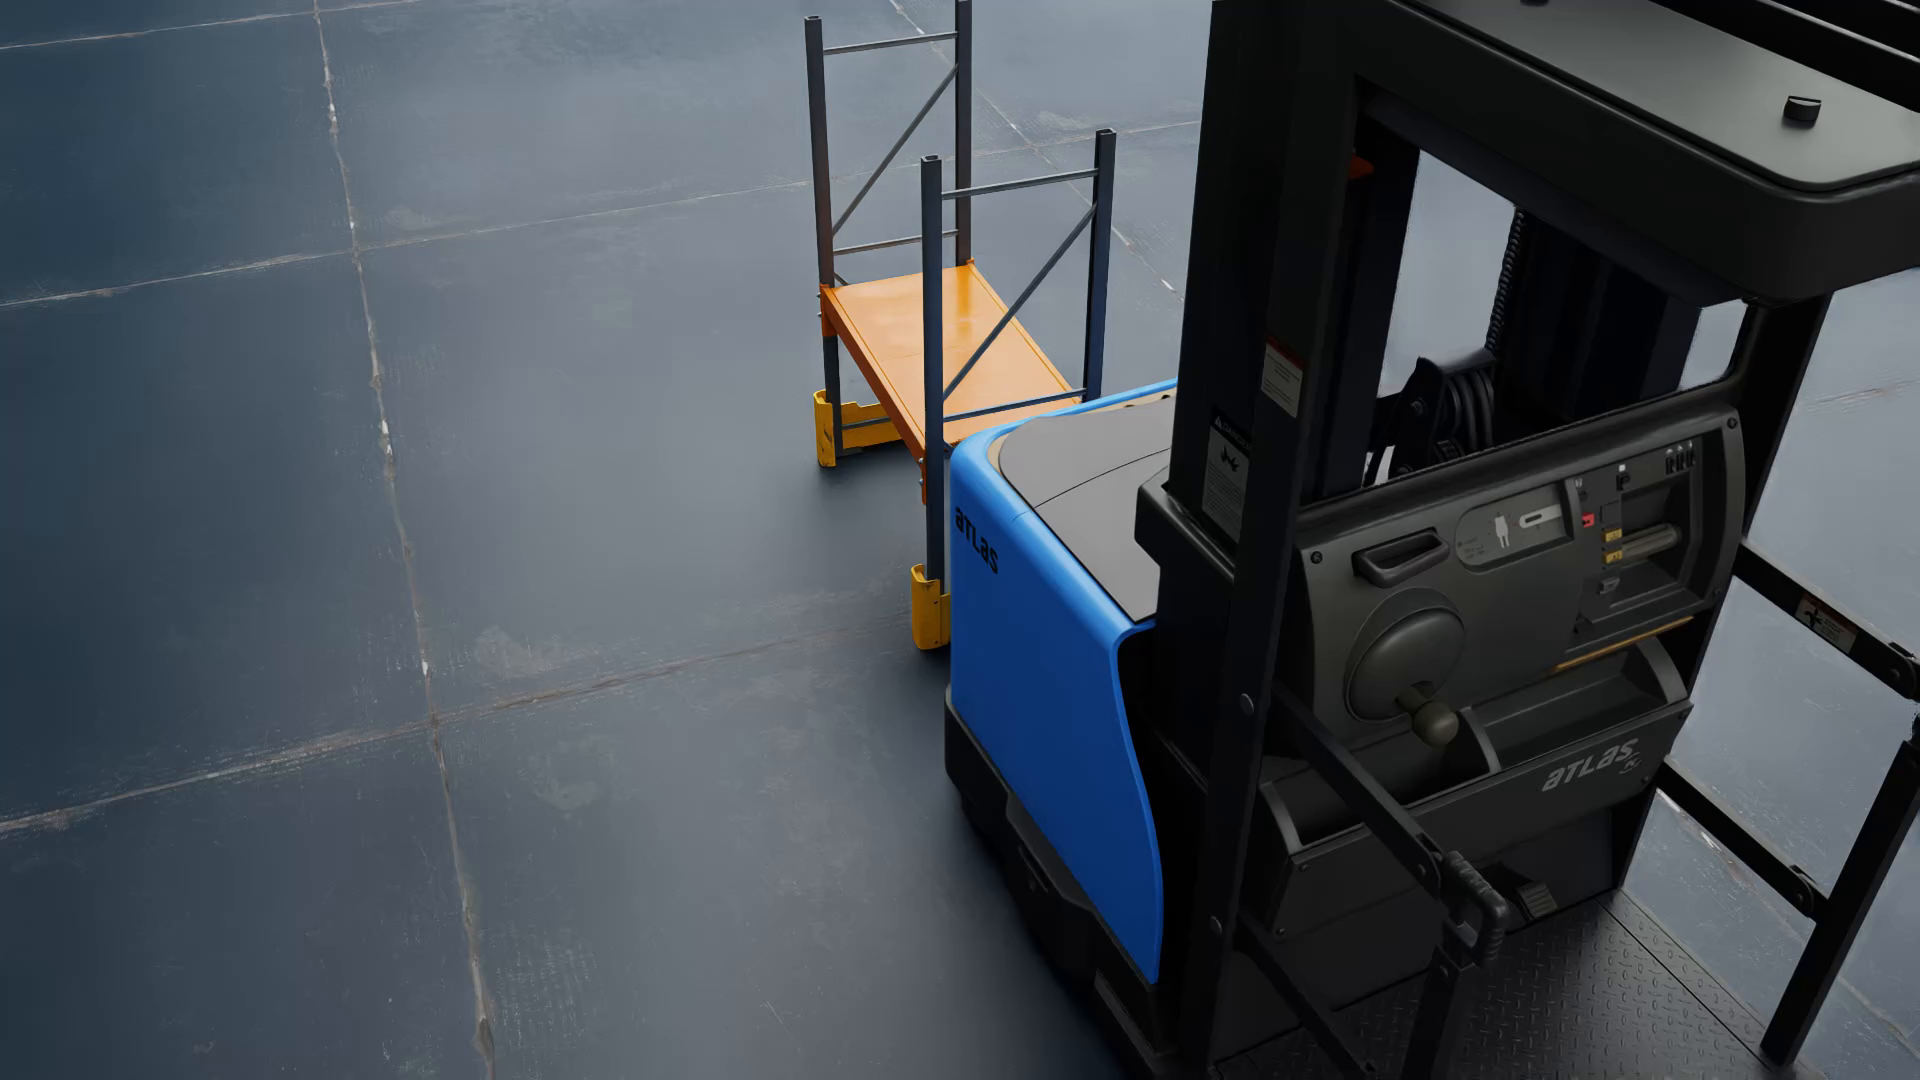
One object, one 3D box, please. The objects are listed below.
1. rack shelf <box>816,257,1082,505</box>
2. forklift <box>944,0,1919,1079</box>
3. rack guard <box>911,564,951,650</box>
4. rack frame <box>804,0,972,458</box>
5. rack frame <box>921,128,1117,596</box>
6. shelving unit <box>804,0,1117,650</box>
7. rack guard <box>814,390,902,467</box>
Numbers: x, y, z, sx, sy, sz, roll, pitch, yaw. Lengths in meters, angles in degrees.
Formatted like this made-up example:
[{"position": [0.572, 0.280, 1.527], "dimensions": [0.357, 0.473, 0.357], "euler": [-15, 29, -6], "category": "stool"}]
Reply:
[{"position": [-0.029, -0.504, 4.971], "dimensions": [0.538, 0.185, 1.000], "euler": [-12, 39, -16], "category": "rack shelf"}, {"position": [1.059, 0.123, 2.650], "dimensions": [1.130, 2.935, 3.031], "euler": [-16, 40, -20], "category": "forklift"}, {"position": [0.145, 0.138, 4.858], "dimensions": [0.587, 0.250, 0.087], "euler": [-12, 39, -16], "category": "rack guard"}, {"position": [-0.204, -0.934, 5.244], "dimensions": [0.500, 1.500, 0.032], "euler": [-12, 39, -16], "category": "rack frame"}, {"position": [0.146, -0.360, 4.481], "dimensions": [0.500, 1.500, 0.032], "euler": [-12, 39, -16], "category": "rack frame"}, {"position": [-0.026, -0.642, 4.856], "dimensions": [0.587, 1.500, 1.083], "euler": [-12, 39, -16], "category": "shelving unit"}, {"position": [-0.198, -0.424, 5.605], "dimensions": [0.587, 0.250, 0.087], "euler": [-12, 39, -16], "category": "rack guard"}]
